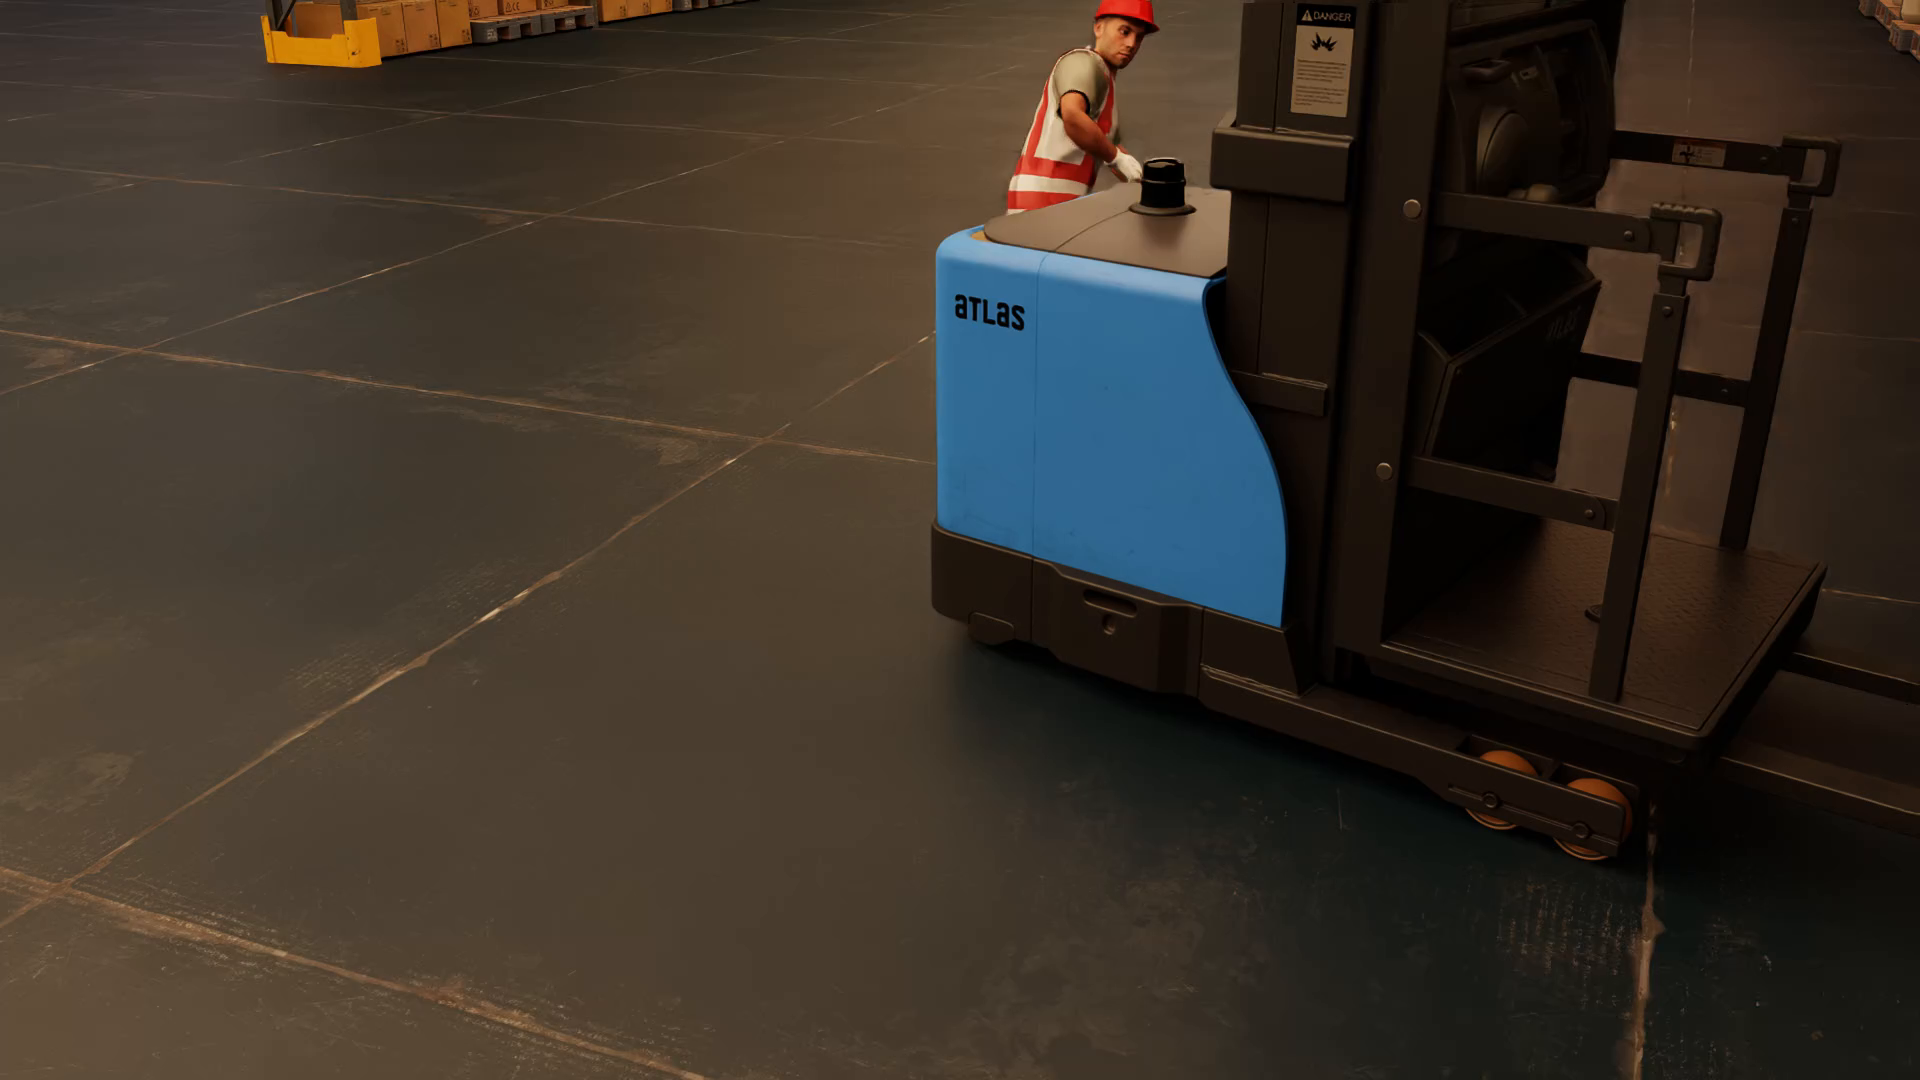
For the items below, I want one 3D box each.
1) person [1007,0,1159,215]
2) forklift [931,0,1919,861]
[{"bbox_3d":[0.553,-1.243,6.183,0.777,1.540,0.898,-2,23,-5],"label":"person"},{"bbox_3d":[1.403,-0.913,3.477,3.031,2.935,1.130,16,28,34],"label":"forklift"}]
